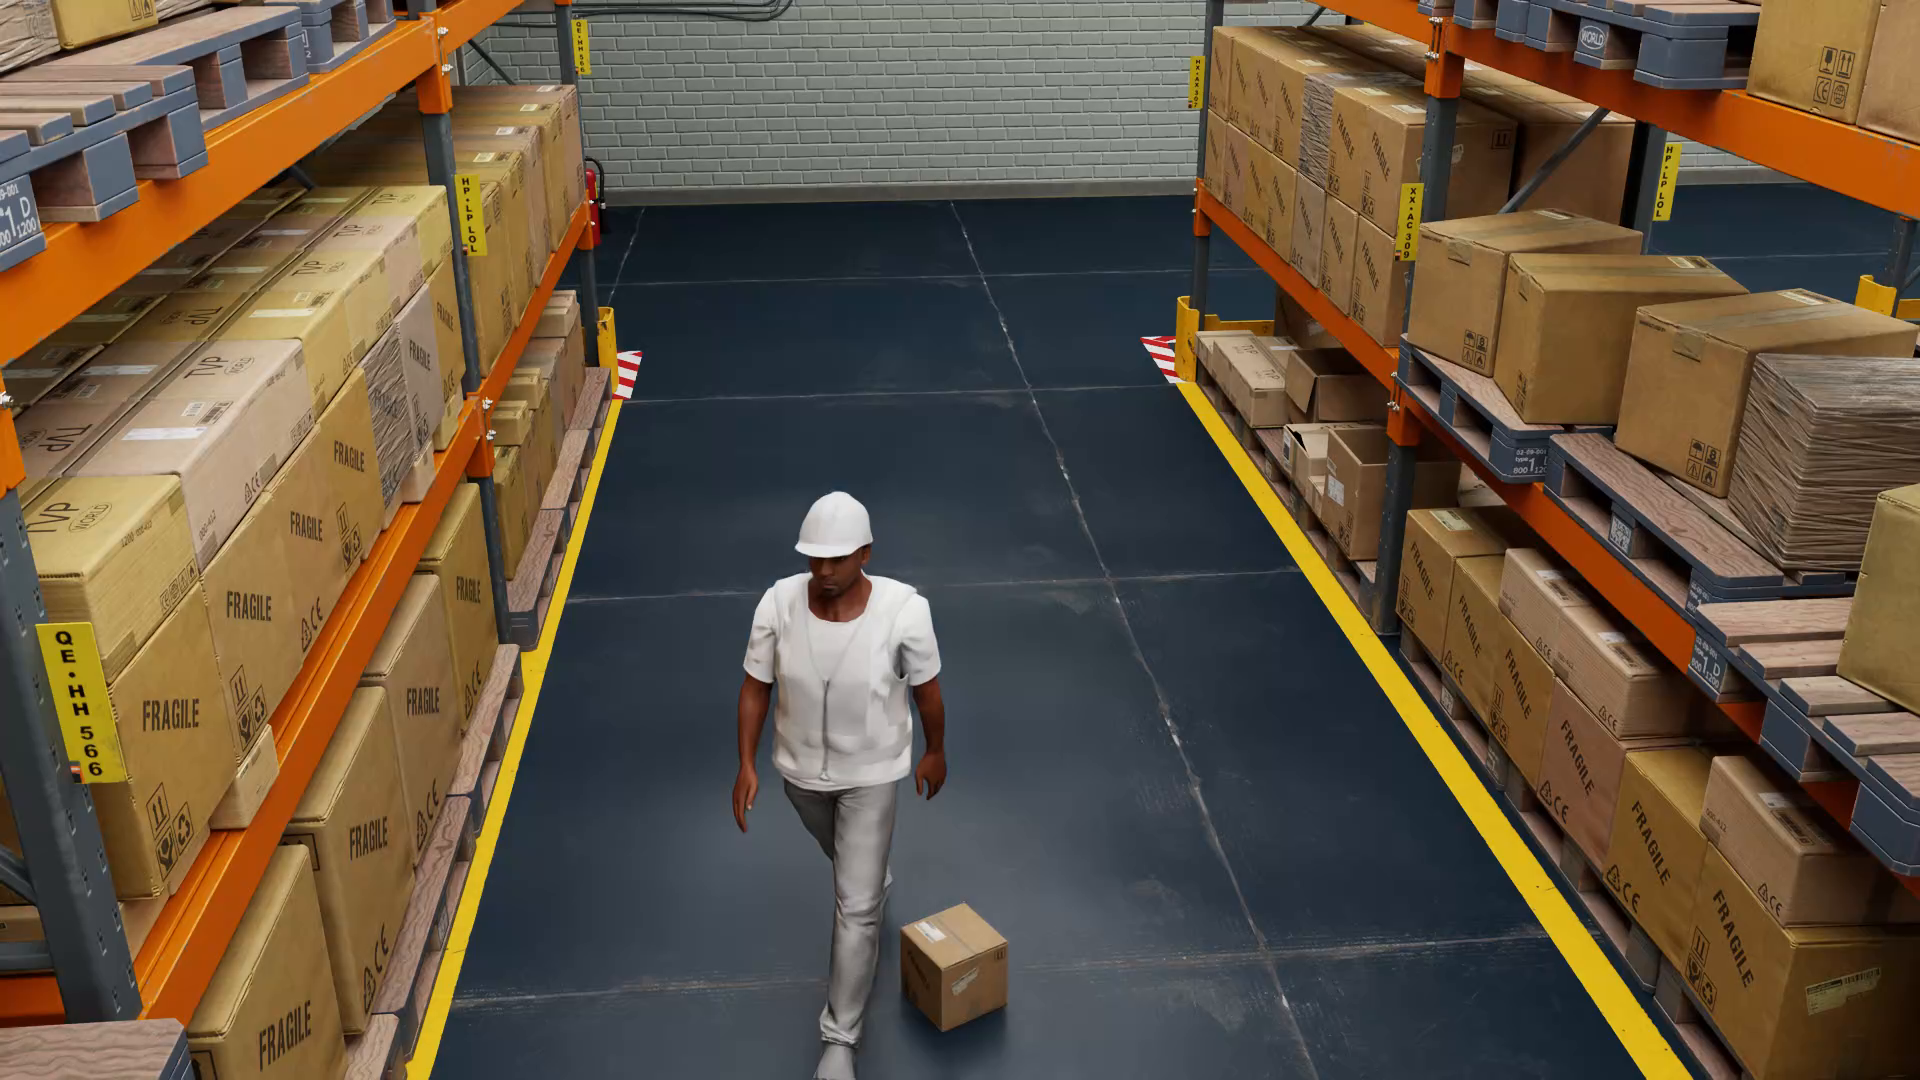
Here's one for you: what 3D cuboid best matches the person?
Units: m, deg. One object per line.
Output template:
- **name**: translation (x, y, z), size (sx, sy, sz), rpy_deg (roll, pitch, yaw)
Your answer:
- **person**: translation (-0.386, 0.689, 4.996), size (0.580, 1.714, 1.068), rpy_deg (7, 24, 15)
